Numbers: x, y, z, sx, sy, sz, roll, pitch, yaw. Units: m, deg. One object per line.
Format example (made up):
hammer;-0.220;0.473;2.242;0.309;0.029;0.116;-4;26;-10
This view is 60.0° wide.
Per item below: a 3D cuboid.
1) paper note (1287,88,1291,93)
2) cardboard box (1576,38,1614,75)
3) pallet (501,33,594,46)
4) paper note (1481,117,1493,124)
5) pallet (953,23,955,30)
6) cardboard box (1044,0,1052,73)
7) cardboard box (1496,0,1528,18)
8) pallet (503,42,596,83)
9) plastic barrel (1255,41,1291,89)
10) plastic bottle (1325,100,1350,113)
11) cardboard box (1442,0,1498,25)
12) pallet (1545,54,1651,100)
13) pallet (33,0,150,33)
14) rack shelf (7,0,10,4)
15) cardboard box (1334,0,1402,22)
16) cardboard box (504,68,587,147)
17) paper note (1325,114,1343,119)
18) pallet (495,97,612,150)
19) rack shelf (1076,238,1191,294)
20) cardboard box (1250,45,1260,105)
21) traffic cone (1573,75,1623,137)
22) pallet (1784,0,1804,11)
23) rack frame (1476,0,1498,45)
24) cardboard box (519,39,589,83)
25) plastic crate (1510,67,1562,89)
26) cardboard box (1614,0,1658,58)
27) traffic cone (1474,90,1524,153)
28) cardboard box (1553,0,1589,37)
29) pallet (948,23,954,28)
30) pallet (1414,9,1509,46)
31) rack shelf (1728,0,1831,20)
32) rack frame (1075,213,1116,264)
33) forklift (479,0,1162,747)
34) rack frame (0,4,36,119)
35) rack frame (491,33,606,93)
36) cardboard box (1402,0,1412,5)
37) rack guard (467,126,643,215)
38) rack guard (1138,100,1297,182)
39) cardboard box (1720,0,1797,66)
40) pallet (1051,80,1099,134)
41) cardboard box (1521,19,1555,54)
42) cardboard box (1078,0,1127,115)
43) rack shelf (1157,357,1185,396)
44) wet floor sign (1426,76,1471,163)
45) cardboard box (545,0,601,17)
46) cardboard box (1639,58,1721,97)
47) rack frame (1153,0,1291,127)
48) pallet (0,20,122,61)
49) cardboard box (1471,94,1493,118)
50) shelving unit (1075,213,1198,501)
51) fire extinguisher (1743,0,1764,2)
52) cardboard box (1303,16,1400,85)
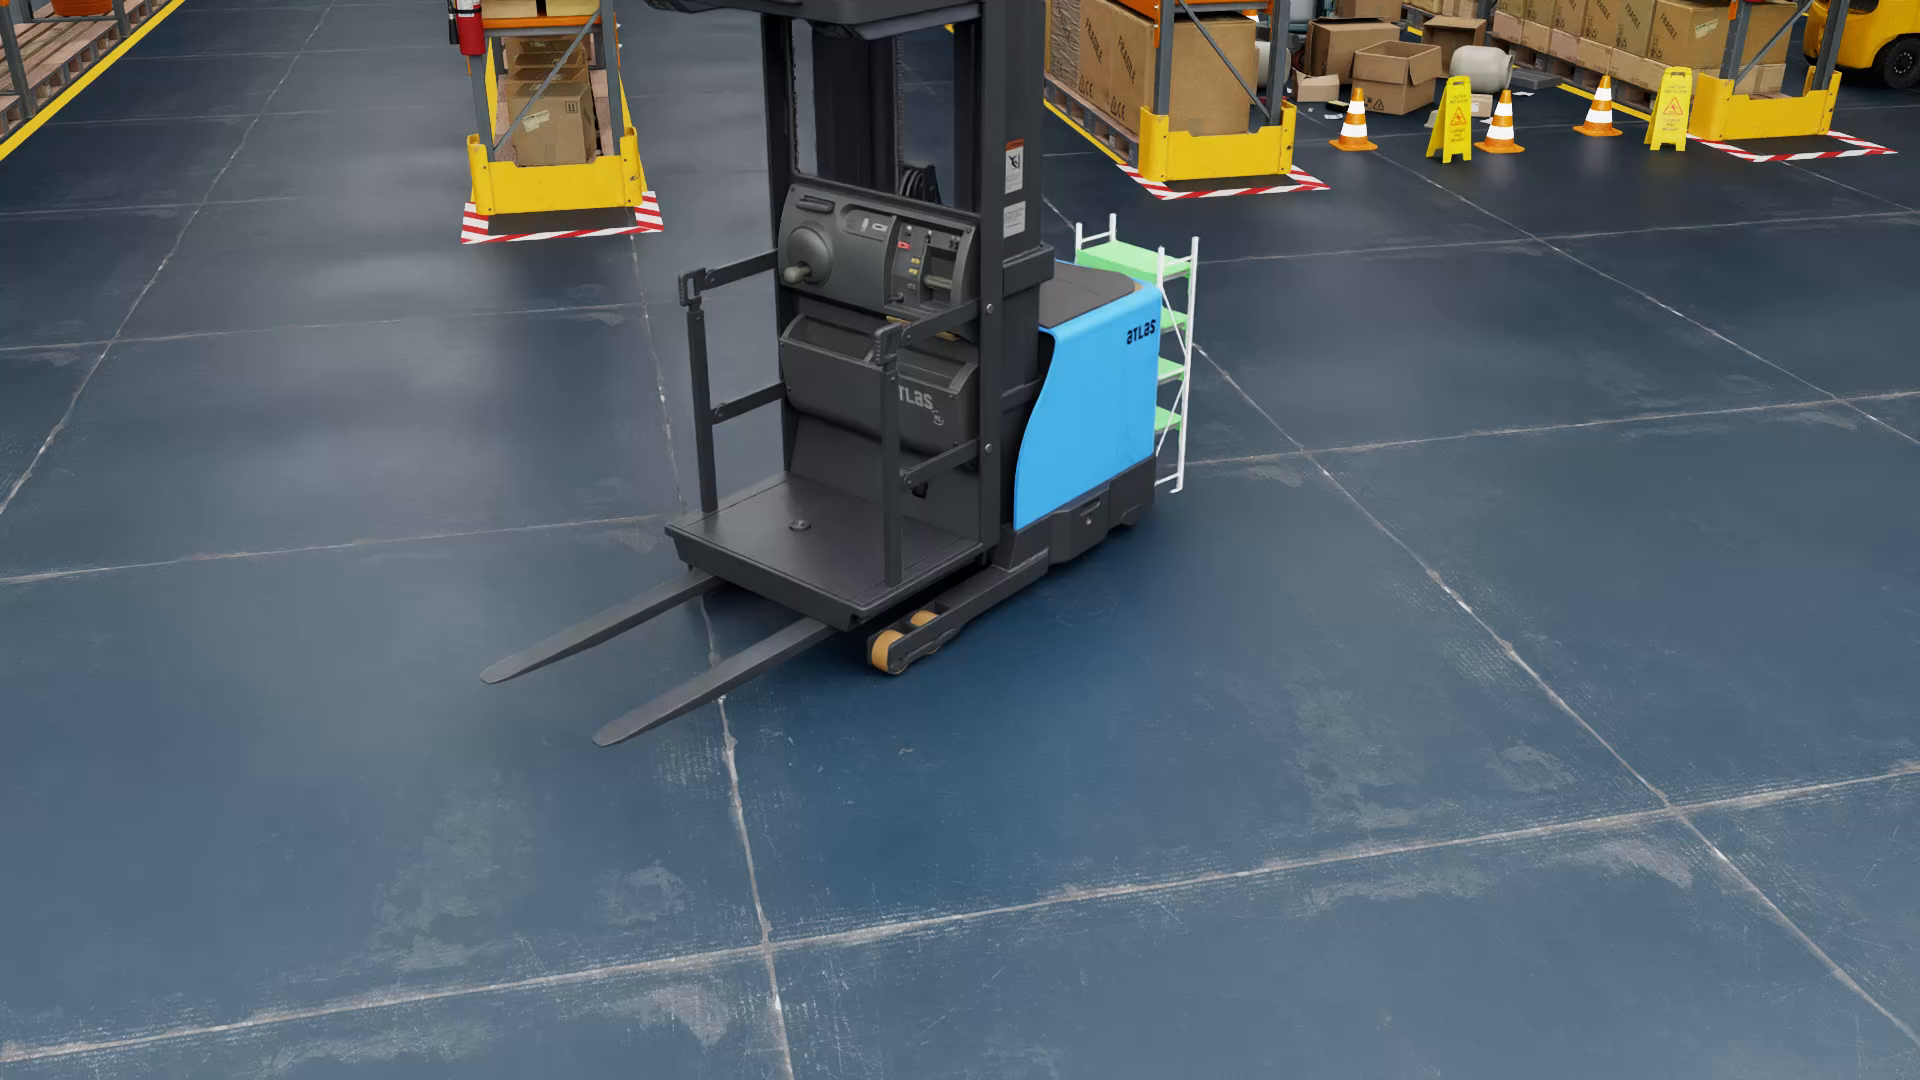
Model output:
paper note;3.156;-4.220;15.585;0.172;0.023;0.155;3;27;6
cardboard box;6.091;-4.495;15.412;0.500;0.250;0.500;-7;28;-13
pallet;-4.244;-5.133;17.186;1.003;0.211;1.213;-6;27;-12
paper note;4.616;-3.638;14.423;0.148;0.019;0.142;-16;31;-29
pallet;0.541;-5.582;18.075;1.003;0.211;1.213;-6;27;-12
cardboard box;1.140;-4.915;15.551;0.875;0.875;0.875;-6;27;-11
cardboard box;5.736;-5.515;16.600;0.500;0.500;0.500;-5;27;-9
pallet;-3.965;-4.597;16.123;1.003;0.211;1.213;-6;27;-12
plastic barrel;2.817;-4.467;15.630;0.512;0.421;0.421;13;30;24
plastic bottle;3.368;-3.886;14.881;0.133;0.061;0.283;-16;31;-29
cardboard box;5.746;-5.751;17.765;0.950;0.372;0.625;-6;27;-11
pallet;6.331;-4.434;15.800;1.003;0.211;1.213;-6;27;-12
pallet;-9.734;-5.850;18.606;1.003;0.211;1.213;-6;27;-12
rack shelf;-9.065;-5.554;15.723;1.077;0.370;4.000;-6;27;-12
cardboard box;4.139;-5.534;16.820;0.500;0.500;0.500;-6;27;-12
cardboard box;-3.180;-3.350;12.867;0.500;0.500;0.500;1;27;2
paper note;3.278;-3.720;14.587;0.144;0.017;0.142;3;27;6
pallet;-3.324;-3.427;13.806;1.003;0.211;1.213;-6;27;-12
rack shelf;0.771;-1.189;7.350;0.258;0.148;0.480;-22;34;-36
cardboard box;2.416;-4.267;15.147;0.500;0.500;0.500;-1;27;-3
traffic cone;5.414;-3.676;14.018;0.336;0.463;0.334;-6;27;-12
pallet;10.219;-6.623;20.138;1.003;0.211;1.213;-6;27;-12
rack frame;5.867;-6.506;16.811;1.000;3.000;0.127;-6;27;-12
cardboard box;-3.384;-3.877;13.910;0.500;0.500;0.500;-8;28;-16
plastic crate;5.421;-4.430;15.939;0.402;0.080;0.583;-16;31;-29
cardboard box;6.212;-4.599;14.786;0.500;0.500;0.500;-5;27;-10
traffic cone;4.409;-3.414;13.499;0.336;0.463;0.334;-6;27;-12
cardboard box;5.984;-5.053;15.685;0.500;0.500;0.500;-5;27;-9
pallet;0.269;-6.117;19.134;1.003;0.211;1.213;-6;27;-12
pallet;5.690;-5.603;18.117;1.003;0.211;1.213;-6;27;-12
rack shelf;6.317;-5.307;15.234;1.077;0.370;4.000;-6;27;-12
rack frame;0.610;-0.900;7.701;0.240;1.200;0.015;-22;34;-36
forklift;-0.458;-1.057;6.092;1.130;2.935;3.031;20;33;35
rack frame;-8.614;-4.997;13.821;1.000;3.000;0.127;-6;27;-12
rack frame;-3.789;-5.500;14.818;1.000;3.000;0.127;-6;27;-12
cardboard box;5.422;-6.371;18.994;0.950;0.372;0.625;-5;27;-10
rack guard;-2.904;-2.661;11.968;1.175;0.500;0.348;-6;27;-12
rack guard;1.973;-3.077;12.791;1.175;0.500;0.348;-6;27;-12
cardboard box;6.850;-4.438;14.466;0.500;0.500;0.500;-7;28;-13
pallet;1.440;-3.836;14.616;1.003;0.211;1.213;-6;27;-12
cardboard box;5.868;-4.947;16.307;0.500;0.250;0.500;-4;27;-9
cardboard box;1.551;-4.119;13.974;0.875;0.875;0.875;-6;27;-12
rack shelf;0.772;-0.761;7.567;0.258;0.148;0.480;-22;34;-36
wet floor sign;3.904;-3.341;13.152;0.267;0.644;0.232;-11;29;-20
cardboard box;-2.719;-3.781;11.691;0.380;0.149;0.250;-6;27;-12
cardboard box;6.318;-4.048;14.527;0.500;0.250;0.500;-6;27;-12
rack frame;1.968;-4.203;12.249;1.000;3.000;0.127;-6;27;-12
pallet;-9.379;-5.164;17.247;1.003;0.211;1.213;-6;27;-12
cardboard box;4.505;-3.848;14.708;0.380;0.149;0.250;8;28;15
shelving unit;0.772;-0.818;7.538;0.258;1.200;0.503;-22;34;-36
fire extinguisher;6.345;-4.619;13.158;0.296;0.674;0.183;-6;27;-12
cardboard box;3.687;-4.620;15.694;0.797;0.637;0.503;-6;27;-12
